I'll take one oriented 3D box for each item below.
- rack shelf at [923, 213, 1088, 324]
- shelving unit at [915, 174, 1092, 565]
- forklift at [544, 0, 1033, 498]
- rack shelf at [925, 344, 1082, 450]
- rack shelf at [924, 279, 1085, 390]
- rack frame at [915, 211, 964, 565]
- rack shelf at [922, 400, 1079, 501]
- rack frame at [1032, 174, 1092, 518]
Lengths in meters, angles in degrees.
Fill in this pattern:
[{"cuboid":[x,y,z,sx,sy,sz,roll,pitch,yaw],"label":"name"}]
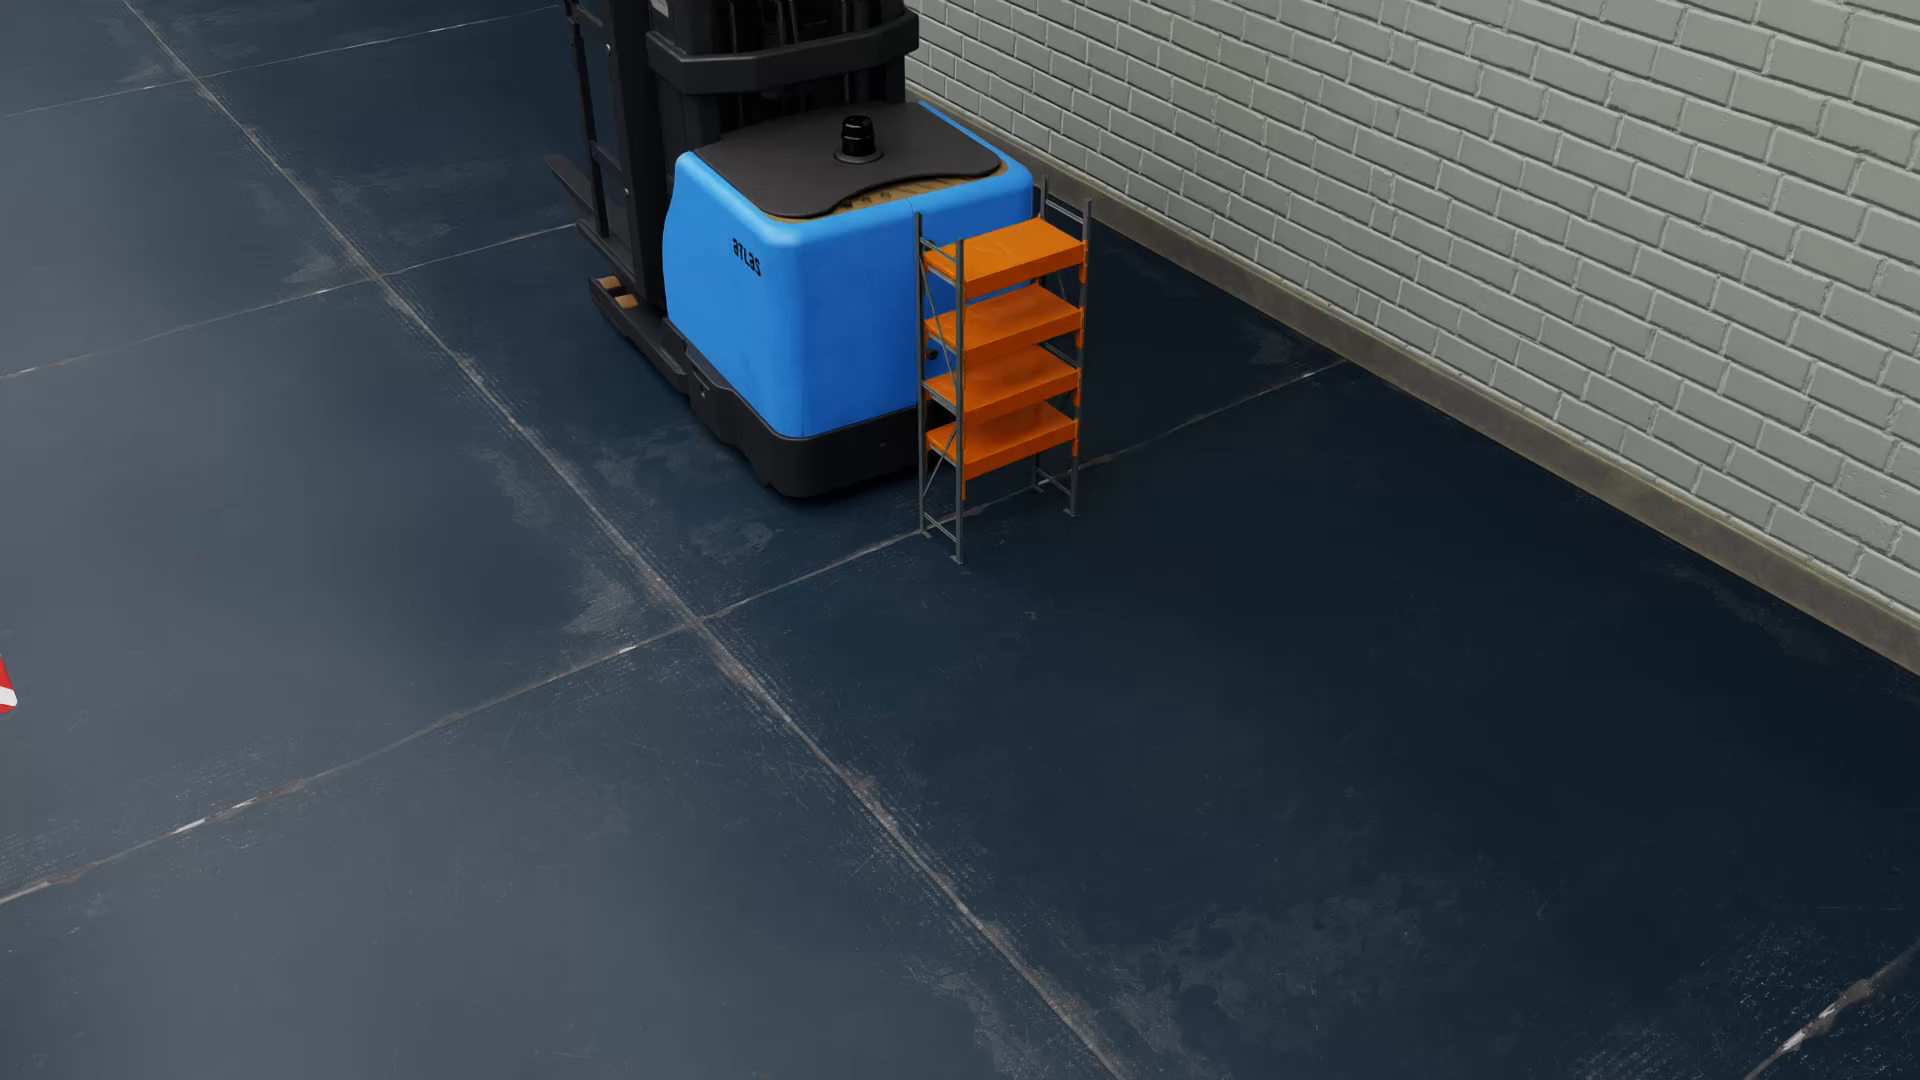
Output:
[{"cuboid":[0.135,-0.862,5.248,0.480,0.148,0.258,-22,41,-28],"label":"rack shelf"},{"cuboid":[0.135,-0.543,5.477,0.503,1.200,0.258,-22,41,-28],"label":"shelving unit"},{"cuboid":[-0.916,-2.172,6.259,1.130,2.935,3.031,-19,40,-24],"label":"forklift"},{"cuboid":[0.135,-0.488,5.516,0.480,0.148,0.258,-22,41,-28],"label":"rack shelf"},{"cuboid":[0.135,-0.670,5.386,0.480,0.148,0.258,-22,41,-28],"label":"rack shelf"},{"cuboid":[-0.064,-0.461,5.363,0.015,1.200,0.240,-22,41,-28],"label":"rack frame"},{"cuboid":[0.135,-0.327,5.632,0.480,0.148,0.258,-22,41,-28],"label":"rack shelf"},{"cuboid":[0.335,-0.625,5.591,0.015,1.200,0.240,-22,41,-28],"label":"rack frame"}]
